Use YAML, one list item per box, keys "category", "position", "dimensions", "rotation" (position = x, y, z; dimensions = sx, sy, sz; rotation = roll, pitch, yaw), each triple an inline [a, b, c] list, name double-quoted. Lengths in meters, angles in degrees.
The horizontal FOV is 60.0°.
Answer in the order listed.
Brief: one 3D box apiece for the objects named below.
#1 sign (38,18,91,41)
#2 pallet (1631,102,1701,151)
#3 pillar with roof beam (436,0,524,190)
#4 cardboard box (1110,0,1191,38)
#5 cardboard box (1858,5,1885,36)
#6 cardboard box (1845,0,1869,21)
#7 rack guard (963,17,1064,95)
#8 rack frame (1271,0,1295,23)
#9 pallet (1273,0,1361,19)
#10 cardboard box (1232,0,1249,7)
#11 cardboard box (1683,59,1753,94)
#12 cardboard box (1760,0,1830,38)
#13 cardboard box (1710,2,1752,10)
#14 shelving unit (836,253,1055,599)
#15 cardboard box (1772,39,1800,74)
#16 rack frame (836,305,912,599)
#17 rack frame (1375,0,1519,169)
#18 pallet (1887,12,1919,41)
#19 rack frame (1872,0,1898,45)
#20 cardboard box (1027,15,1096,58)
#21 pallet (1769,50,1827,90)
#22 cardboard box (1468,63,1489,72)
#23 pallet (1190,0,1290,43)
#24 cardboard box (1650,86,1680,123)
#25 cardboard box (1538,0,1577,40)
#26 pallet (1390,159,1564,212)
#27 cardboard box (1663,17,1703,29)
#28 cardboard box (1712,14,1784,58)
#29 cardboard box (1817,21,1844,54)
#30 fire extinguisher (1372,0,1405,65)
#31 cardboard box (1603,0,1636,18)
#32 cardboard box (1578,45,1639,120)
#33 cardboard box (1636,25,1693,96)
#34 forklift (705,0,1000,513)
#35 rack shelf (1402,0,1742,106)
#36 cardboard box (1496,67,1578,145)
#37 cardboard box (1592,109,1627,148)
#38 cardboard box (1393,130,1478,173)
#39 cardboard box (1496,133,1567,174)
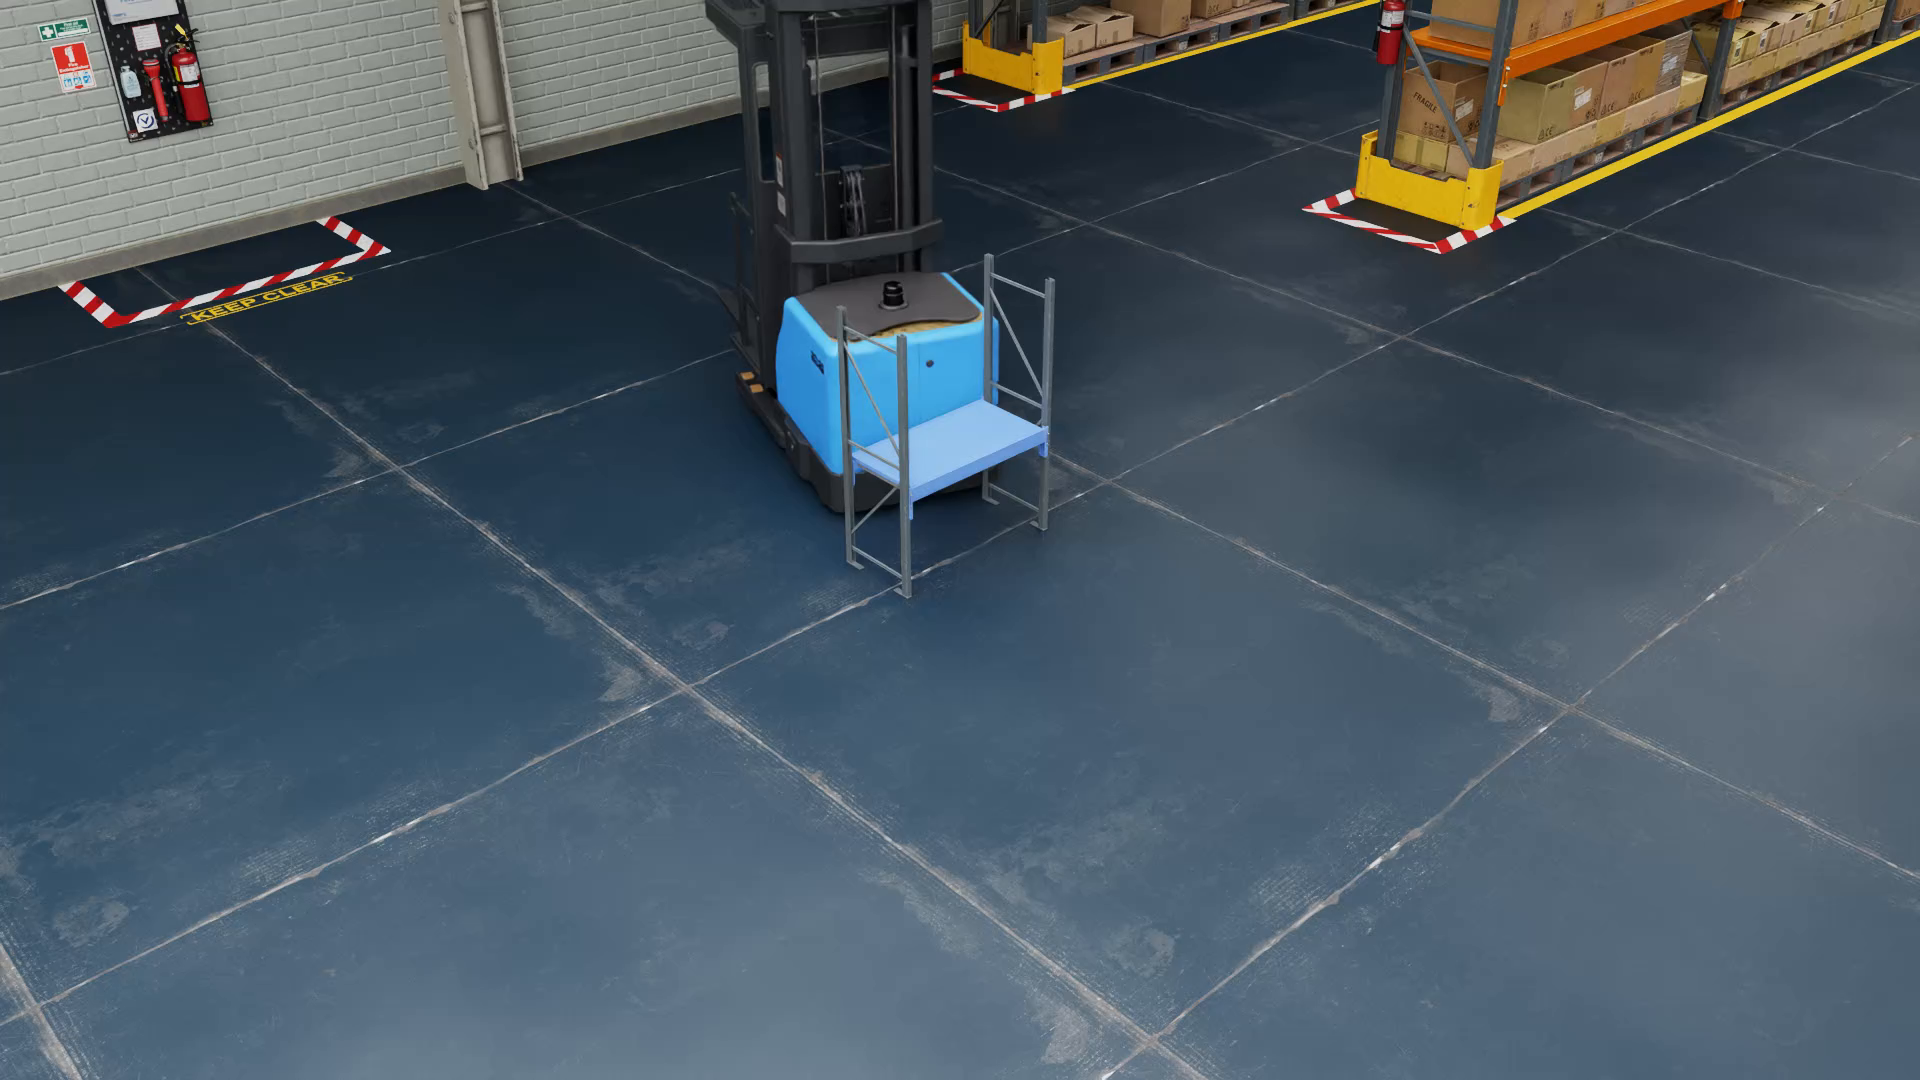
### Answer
- category: "sign"
  position: [-6.311, -3.598, 11.716]
  dimensions: [0.331, 0.109, 0.001]
  rotation: [-26, 40, -35]
- category: "pallet"
  position: [6.160, -3.995, 15.581]
  dimensions: [1.213, 0.211, 1.003]
  rotation: [-26, 40, -35]
- category: "pillar with roof beam"
  position: [-1.079, -5.289, 9.274]
  dimensions: [0.400, 9.000, 9.100]
  rotation: [-26, 40, -35]
- category: "cardboard box"
  position: [2.027, -5.701, 17.673]
  dimensions: [0.700, 0.500, 0.500]
  rotation: [26, 40, 36]
- category: "cardboard box"
  position: [9.485, -5.596, 17.759]
  dimensions: [0.500, 0.250, 0.500]
  rotation: [-25, 39, -34]
- category: "cardboard box"
  position: [9.112, -5.648, 17.307]
  dimensions: [0.500, 0.311, 0.500]
  rotation: [-27, 40, -36]
- category: "rack guard"
  position: [0.524, -4.886, 16.761]
  dimensions: [0.348, 0.500, 1.175]
  rotation: [-26, 40, -35]
- category: "rack frame"
  position: [3.401, -7.344, 18.386]
  dimensions: [0.127, 3.000, 1.000]
  rotation: [-26, 40, -35]
- category: "pallet"
  position: [3.971, -6.432, 19.566]
  dimensions: [1.213, 0.211, 1.003]
  rotation: [-26, 40, -35]
- category: "cardboard box"
  position: [3.029, -6.122, 18.681]
  dimensions: [0.380, 0.166, 0.250]
  rotation: [23, 38, 33]
- category: "cardboard box"
  position: [7.236, -4.505, 15.975]
  dimensions: [0.500, 0.250, 0.500]
  rotation: [-27, 40, -37]
- category: "cardboard box"
  position: [8.371, -5.293, 16.727]
  dimensions: [0.500, 0.311, 0.500]
  rotation: [-25, 39, -34]
- category: "cardboard box"
  position: [7.619, -5.313, 16.758]
  dimensions: [0.500, 0.311, 0.500]
  rotation: [-26, 40, -36]
- category: "shelving unit"
  position: [-0.063, -0.610, 8.809]
  dimensions: [1.048, 1.500, 0.538]
  rotation: [-26, 40, -35]
- category: "cardboard box"
  position: [7.990, -4.871, 16.573]
  dimensions: [0.500, 0.250, 0.500]
  rotation: [-27, 41, -37]
- category: "rack frame"
  position: [-0.435, -0.429, 8.514]
  dimensions: [0.032, 1.500, 0.500]
  rotation: [-26, 40, -35]
- category: "rack frame"
  position: [3.839, -4.032, 12.968]
  dimensions: [0.127, 3.000, 1.000]
  rotation: [-26, 40, -35]
- category: "pallet"
  position: [10.278, -5.930, 18.746]
  dimensions: [1.213, 0.211, 1.003]
  rotation: [-26, 40, -35]
- category: "rack frame"
  position: [9.705, -6.870, 17.609]
  dimensions: [0.127, 3.000, 1.000]
  rotation: [-26, 40, -35]
- category: "cardboard box"
  position: [1.037, -5.177, 16.997]
  dimensions: [0.500, 0.311, 0.500]
  rotation: [24, 39, 34]
- category: "pallet"
  position: [8.181, -4.972, 17.179]
  dimensions: [1.213, 0.211, 1.003]
  rotation: [-26, 40, -35]
- category: "cardboard box"
  position: [4.753, -4.022, 14.467]
  dimensions: [0.500, 0.500, 0.500]
  rotation: [-26, 40, -35]
- category: "pallet"
  position: [2.933, -5.903, 18.701]
  dimensions: [1.213, 0.211, 1.003]
  rotation: [-26, 40, -35]
- category: "cardboard box"
  position: [6.207, -4.035, 15.207]
  dimensions: [0.500, 0.250, 0.500]
  rotation: [-26, 40, -35]
- category: "cardboard box"
  position: [4.572, -4.423, 13.513]
  dimensions: [0.500, 0.500, 0.700]
  rotation: [-25, 39, -34]
- category: "pallet"
  position: [4.371, -3.130, 14.166]
  dimensions: [1.213, 0.211, 1.003]
  rotation: [-26, 40, -35]
- category: "cardboard box"
  position: [6.874, -4.949, 16.164]
  dimensions: [0.500, 0.311, 0.500]
  rotation: [-26, 40, -35]
- category: "cardboard box"
  position: [7.615, -4.923, 16.121]
  dimensions: [0.500, 0.311, 0.500]
  rotation: [-26, 40, -36]
- category: "cardboard box"
  position: [8.739, -5.234, 17.168]
  dimensions: [0.500, 0.250, 0.500]
  rotation: [-25, 39, -34]
- category: "fire extinguisher"
  position: [3.436, -4.135, 13.211]
  dimensions: [0.183, 0.674, 0.296]
  rotation: [-26, 40, -35]
- category: "cardboard box"
  position: [5.323, -4.786, 14.105]
  dimensions: [0.500, 0.500, 0.700]
  rotation: [-24, 39, -34]
- category: "cardboard box"
  position: [5.485, -3.994, 14.421]
  dimensions: [0.500, 0.500, 0.500]
  rotation: [-26, 40, -35]
- category: "cardboard box"
  position: [6.206, -4.356, 15.012]
  dimensions: [0.500, 0.500, 0.500]
  rotation: [-26, 40, -35]
- category: "forklift"
  position: [-0.807, -2.156, 9.966]
  dimensions: [1.130, 2.935, 3.031]
  rotation: [-12, 34, -19]
- category: "rack shelf"
  position: [5.305, -4.434, 14.316]
  dimensions: [4.000, 0.370, 1.077]
  rotation: [-26, 40, -35]
- category: "cardboard box"
  position: [4.749, -3.641, 13.844]
  dimensions: [0.500, 0.500, 0.500]
  rotation: [-26, 40, -35]
- category: "cardboard box"
  position: [5.484, -3.675, 14.617]
  dimensions: [0.500, 0.250, 0.500]
  rotation: [-26, 40, -35]
- category: "cardboard box"
  position: [4.031, -3.341, 14.072]
  dimensions: [0.500, 0.250, 0.500]
  rotation: [-26, 40, -35]
- category: "cardboard box"
  position: [4.748, -3.322, 14.040]
  dimensions: [0.500, 0.250, 0.500]
  rotation: [-26, 40, -35]
